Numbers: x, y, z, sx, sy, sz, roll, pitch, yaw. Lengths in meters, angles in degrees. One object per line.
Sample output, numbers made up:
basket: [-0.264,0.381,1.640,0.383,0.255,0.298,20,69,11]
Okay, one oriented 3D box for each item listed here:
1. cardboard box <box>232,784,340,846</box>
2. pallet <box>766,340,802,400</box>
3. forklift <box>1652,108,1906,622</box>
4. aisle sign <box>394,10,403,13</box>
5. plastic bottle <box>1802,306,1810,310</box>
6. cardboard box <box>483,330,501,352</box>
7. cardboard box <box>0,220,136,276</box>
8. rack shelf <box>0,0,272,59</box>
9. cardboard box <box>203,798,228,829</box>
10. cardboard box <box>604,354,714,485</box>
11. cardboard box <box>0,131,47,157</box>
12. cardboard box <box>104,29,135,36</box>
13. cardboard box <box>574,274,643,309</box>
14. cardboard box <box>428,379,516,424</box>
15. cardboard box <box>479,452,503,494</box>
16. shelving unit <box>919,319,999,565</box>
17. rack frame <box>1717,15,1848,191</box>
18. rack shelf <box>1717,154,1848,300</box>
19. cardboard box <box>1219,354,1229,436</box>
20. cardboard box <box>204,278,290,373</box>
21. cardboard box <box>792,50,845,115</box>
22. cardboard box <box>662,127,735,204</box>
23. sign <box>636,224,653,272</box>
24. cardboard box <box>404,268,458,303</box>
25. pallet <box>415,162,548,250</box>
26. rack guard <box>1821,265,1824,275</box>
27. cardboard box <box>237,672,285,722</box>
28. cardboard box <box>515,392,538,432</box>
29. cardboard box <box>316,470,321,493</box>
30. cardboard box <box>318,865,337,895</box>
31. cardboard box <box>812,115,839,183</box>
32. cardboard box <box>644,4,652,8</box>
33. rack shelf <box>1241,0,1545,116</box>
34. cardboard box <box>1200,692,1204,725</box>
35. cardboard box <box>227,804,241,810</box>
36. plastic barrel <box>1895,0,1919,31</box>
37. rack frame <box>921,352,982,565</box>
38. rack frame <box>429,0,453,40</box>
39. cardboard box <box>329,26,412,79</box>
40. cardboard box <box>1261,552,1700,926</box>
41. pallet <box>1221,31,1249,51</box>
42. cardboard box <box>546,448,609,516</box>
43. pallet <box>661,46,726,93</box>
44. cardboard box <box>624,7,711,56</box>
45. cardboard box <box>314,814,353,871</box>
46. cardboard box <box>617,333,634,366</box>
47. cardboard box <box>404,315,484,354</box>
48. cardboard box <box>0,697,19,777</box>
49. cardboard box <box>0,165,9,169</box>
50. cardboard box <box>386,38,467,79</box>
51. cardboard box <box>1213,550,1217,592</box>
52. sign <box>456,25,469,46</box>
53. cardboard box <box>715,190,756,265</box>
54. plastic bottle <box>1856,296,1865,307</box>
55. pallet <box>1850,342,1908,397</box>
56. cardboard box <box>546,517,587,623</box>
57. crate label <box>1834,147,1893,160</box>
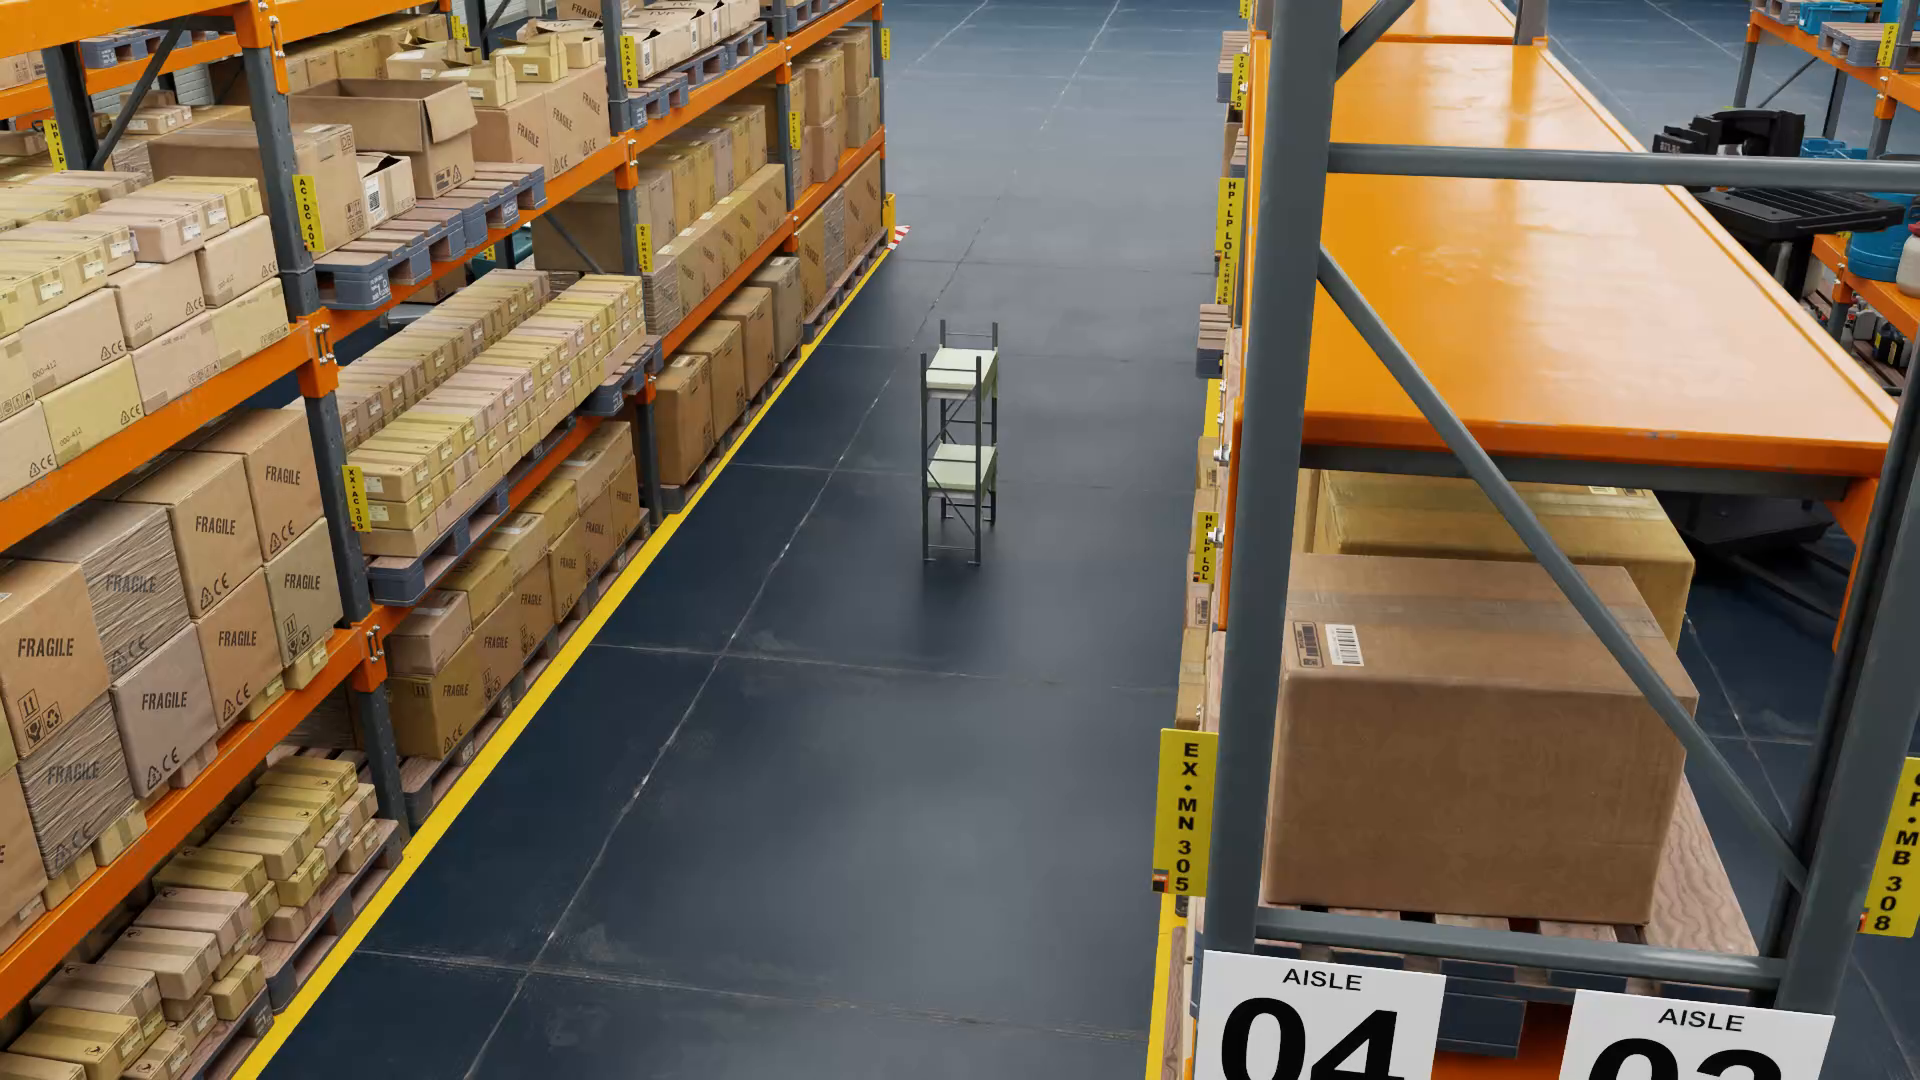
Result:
cardboard box: [-3.115,1.276,7.695,0.380,0.149,0.250,4,25,9]
pallet: [-2.056,-1.587,14.935,1.003,0.211,1.213,4,25,9]
forklift: [5.242,-1.244,10.995,1.130,2.935,3.031,-9,26,-18]
aisle sign: [-6.546,-6.376,18.811,0.394,0.787,0.004,4,25,9]
plastic bottle: [7.695,-1.986,15.194,0.152,0.276,0.135,4,25,9]
cardboard box: [-3.058,-1.196,10.262,0.380,0.149,0.250,4,25,9]
cardboard box: [-3.284,-1.061,6.102,0.380,0.149,0.250,5,26,10]
rack shelf: [-3.638,-1.385,4.991,1.077,0.370,4.000,4,25,9]
cardboard box: [-3.675,1.241,7.771,0.380,0.149,0.250,5,26,11]
cardboard box: [-2.469,-0.924,12.389,1.050,0.750,0.750,4,25,8]
cardboard box: [-7.568,-3.173,13.305,0.380,0.149,0.250,3,25,6]
cardboard box: [-7.028,-4.280,13.543,0.500,0.250,0.500,4,25,9]
cardboard box: [-2.285,-1.614,10.803,0.380,0.149,0.250,3,25,6]
cardboard box: [-2.625,-0.746,8.948,0.380,0.149,0.250,4,25,8]
cardboard box: [-2.667,-0.366,8.840,0.380,0.149,0.250,4,25,9]
shelving unit: [0.001,-0.682,11.482,0.431,1.500,0.755,4,25,9]
rack frame: [8.413,-4.121,17.061,1.000,3.000,0.127,4,25,9]
rack shelf: [8.086,-2.959,15.426,1.077,0.370,4.000,4,25,9]
cardboard box: [1.789,-0.764,9.769,0.500,0.500,0.500,3,25,7]
cardboard box: [-3.125,-0.898,6.814,0.500,0.250,0.500,5,25,10]
cardboard box: [-1.632,-4.563,16.554,0.875,0.550,0.500,4,25,9]
cardboard box: [-2.244,-3.041,13.455,0.700,0.500,0.500,4,25,9]
sign: [-2.121,-1.959,11.170,0.100,0.325,0.005,4,25,9]
cardboard box: [-5.143,-2.578,15.819,0.500,0.500,0.500,4,25,9]
pallet: [-2.939,-1.790,8.763,1.213,0.211,1.003,4,25,9]
rack guard: [8.447,-2.954,17.516,1.175,0.500,0.348,4,25,9]
cardboard box: [-3.164,0.641,7.183,0.380,0.149,0.250,5,26,11]
cardboard box: [-2.584,-0.725,9.254,0.380,0.149,0.250,4,25,8]
cardboard box: [-3.399,-0.333,8.418,0.380,0.149,0.250,4,25,9]
cardboard box: [-3.164,1.560,7.791,0.380,0.149,0.250,5,25,10]
cardboard box: [-1.683,-3.850,16.304,0.875,0.550,0.550,4,25,9]
cardboard box: [-2.418,-4.241,13.462,0.250,0.149,0.380,4,25,9]
rack shelf: [1.892,-2.492,7.824,1.077,0.370,4.000,4,25,9]
cardboard box: [1.189,0.769,6.910,0.380,0.149,0.250,4,25,9]
cardboard box: [-3.686,1.264,8.072,0.380,0.149,0.250,5,26,11]
plastic barrel: [8.028,-4.633,13.529,0.600,0.901,0.708,4,25,9]
rack frame: [-0.059,-0.529,11.155,0.400,1.500,0.023,4,25,9]
rack frame: [-6.250,-5.151,19.261,1.000,3.000,0.127,4,25,9]
cardboard box: [-6.190,-5.124,17.554,0.700,0.500,0.500,4,25,8]
cardboard box: [0.944,0.367,3.203,0.700,0.500,0.500,3,25,5]
pallet: [2.667,-3.814,13.088,1.213,0.211,1.003,4,25,9]
cardboard box: [-2.582,-0.386,10.649,0.500,0.250,0.500,4,25,9]
pallet: [-2.425,-3.518,12.457,1.003,0.211,1.213,5,26,11]
cardboard box: [-2.156,-3.770,12.264,0.500,0.311,0.500,4,25,8]
cardboard box: [-3.081,1.402,7.776,0.380,0.149,0.250,3,25,6]
cardboard box: [-2.327,-1.239,10.704,0.380,0.149,0.250,4,25,8]
cardboard box: [-3.096,-1.232,9.986,0.380,0.149,0.250,5,26,11]
cardboard box: [-3.446,0.612,5.301,0.500,0.500,0.500,3,25,7]
cardboard box: [-7.684,-2.602,12.850,0.500,0.500,0.500,4,25,8]
cardboard box: [-3.083,-2.780,9.636,0.396,0.266,0.258,4,25,9]
cardboard box: [1.235,0.330,6.491,0.500,0.500,0.500,4,25,9]
sign: [-3.204,-3.175,10.797,0.100,0.325,0.005,4,25,9]
cardboard box: [-1.990,-2.563,13.614,0.500,0.500,0.500,4,25,9]
plastic bottle: [8.477,-2.185,15.618,0.152,0.276,0.135,4,25,9]
pallet: [7.910,-1.463,14.672,1.003,0.211,1.213,4,25,9]
cardboard box: [-2.666,0.170,10.346,0.500,0.500,0.500,3,25,6]
crate label: [8.379,-3.349,15.369,0.502,0.435,0.616,4,25,9]
